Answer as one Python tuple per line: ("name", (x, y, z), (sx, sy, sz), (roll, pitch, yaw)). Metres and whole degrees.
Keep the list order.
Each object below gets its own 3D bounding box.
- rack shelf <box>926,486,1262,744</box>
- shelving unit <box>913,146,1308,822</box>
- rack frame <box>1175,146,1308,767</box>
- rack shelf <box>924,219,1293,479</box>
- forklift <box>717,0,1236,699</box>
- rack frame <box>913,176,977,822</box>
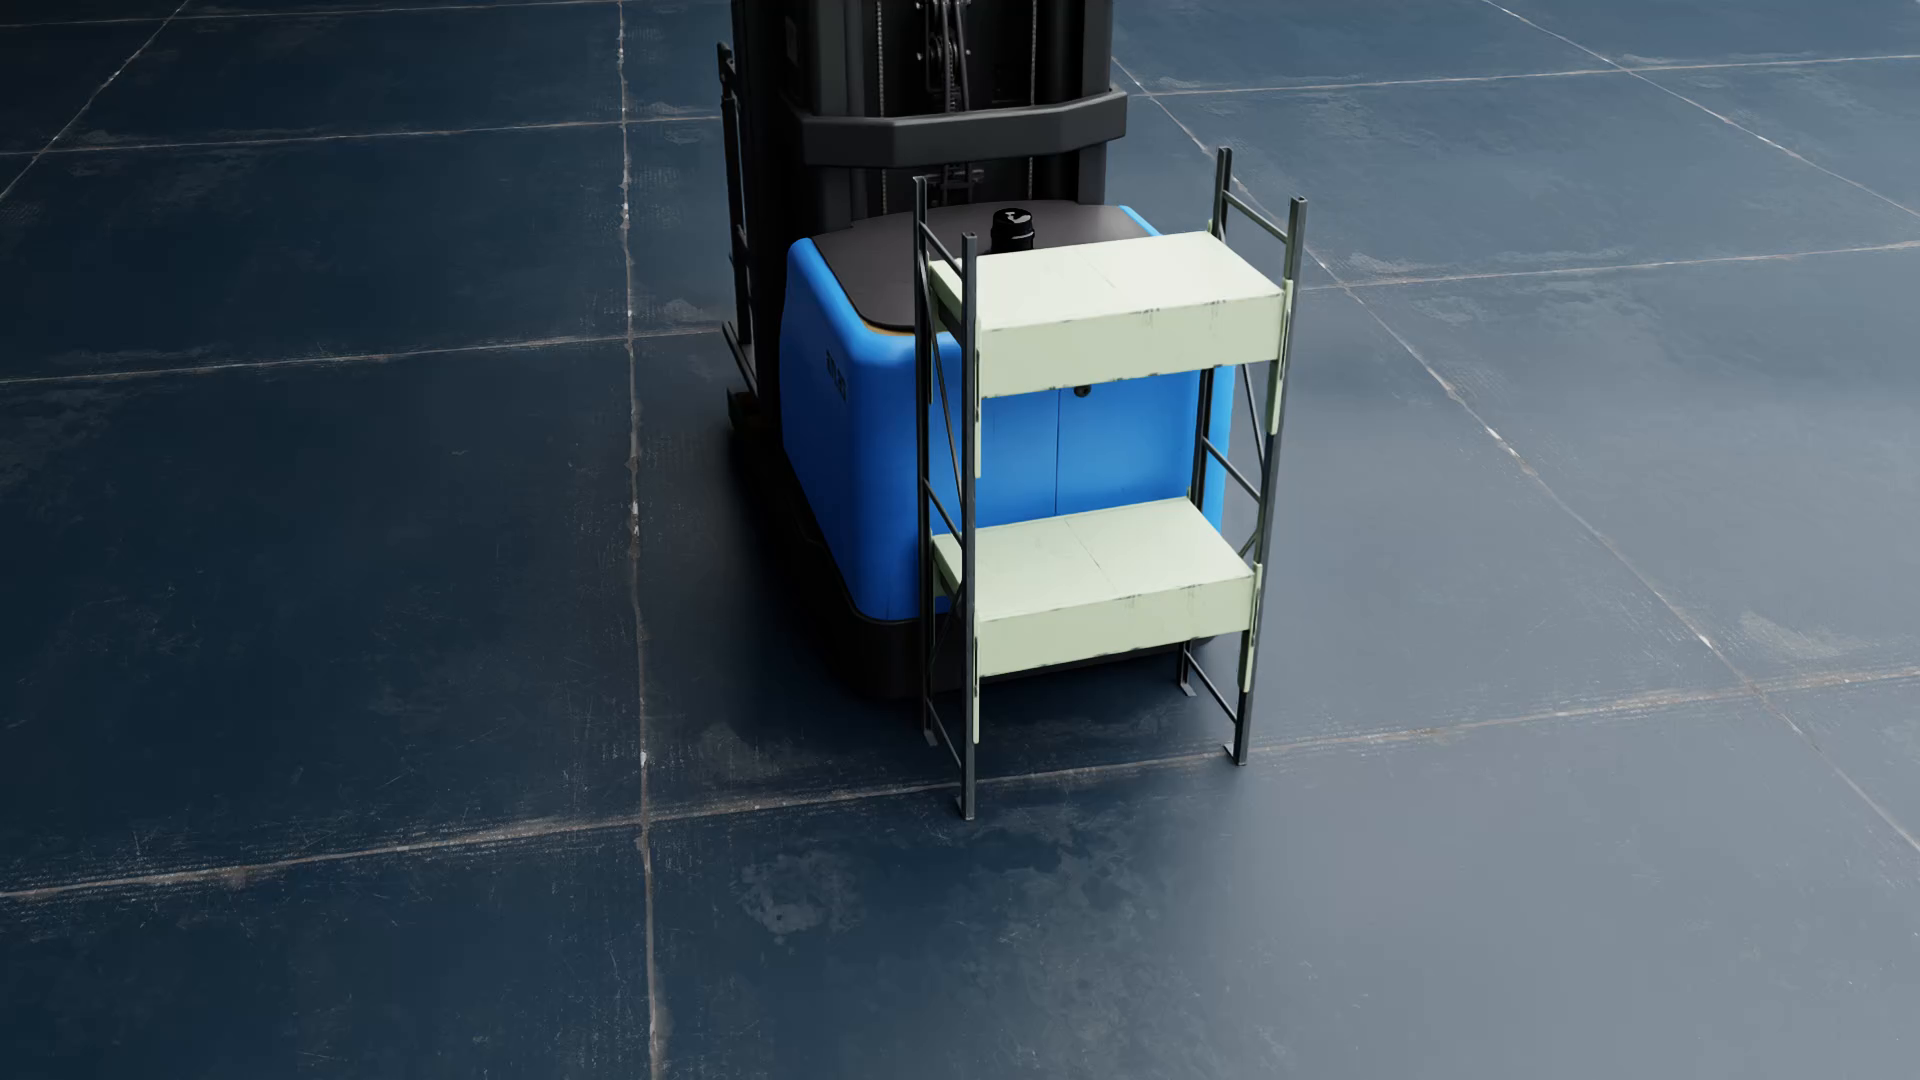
("rack shelf", (0.315, 0.173, 4.120), (0.720, 0.370, 0.431), (-9, 32, -15))
("shelving unit", (0.315, -0.108, 3.955), (0.755, 1.500, 0.431), (-9, 32, -15))
("rack frame", (0.664, -0.163, 4.048), (0.023, 1.500, 0.400), (-9, 32, -15))
("rack shelf", (0.315, -0.445, 3.757), (0.720, 0.370, 0.431), (-9, 32, -15))
("forklift", (-0.185, -1.578, 5.042), (1.130, 2.935, 3.031), (-9, 32, -14))
("rack frame", (-0.035, -0.054, 3.861), (0.023, 1.500, 0.400), (-9, 32, -15))
